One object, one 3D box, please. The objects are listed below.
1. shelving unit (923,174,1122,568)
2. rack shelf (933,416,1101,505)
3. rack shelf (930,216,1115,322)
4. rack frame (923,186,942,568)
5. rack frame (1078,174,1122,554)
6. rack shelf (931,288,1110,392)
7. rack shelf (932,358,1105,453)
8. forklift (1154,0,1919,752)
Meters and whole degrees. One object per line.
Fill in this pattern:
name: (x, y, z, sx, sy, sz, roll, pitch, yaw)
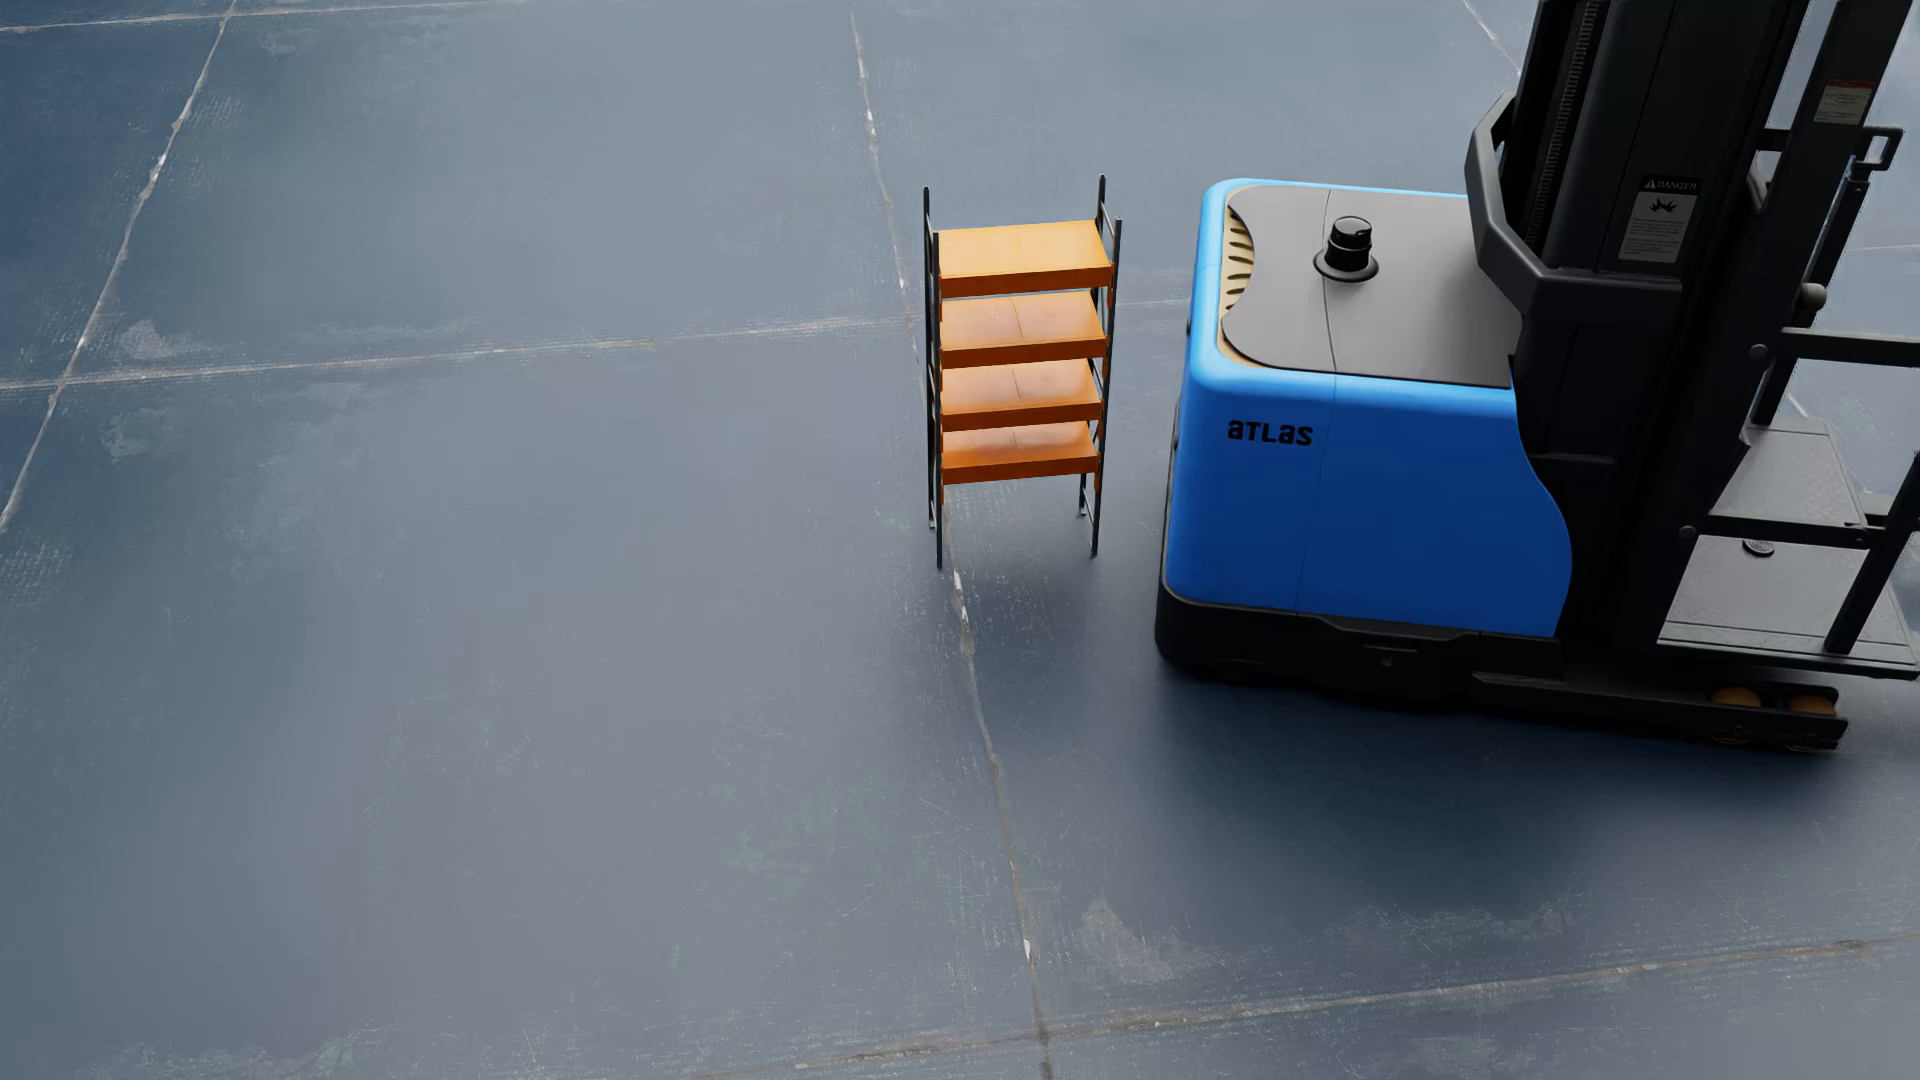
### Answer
shelving unit: (0.164, -0.460, 4.864, 0.503, 1.200, 0.258, -5, 42, -6)
rack shelf: (0.164, -0.263, 5.042, 0.480, 0.148, 0.258, -5, 42, -6)
rack shelf: (0.164, -0.752, 4.601, 0.480, 0.148, 0.258, -5, 42, -6)
rack frame: (-0.078, -0.439, 4.841, 0.015, 1.200, 0.240, -5, 42, -6)
rack frame: (0.406, -0.481, 4.888, 0.015, 1.200, 0.240, -5, 42, -6)
rack shelf: (0.164, -0.576, 4.759, 0.480, 0.148, 0.258, -5, 42, -6)
rack shelf: (0.164, -0.410, 4.909, 0.480, 0.148, 0.258, -5, 42, -6)
forklift: (2.126, -0.885, 4.043, 3.031, 2.935, 1.130, 6, 42, 6)
